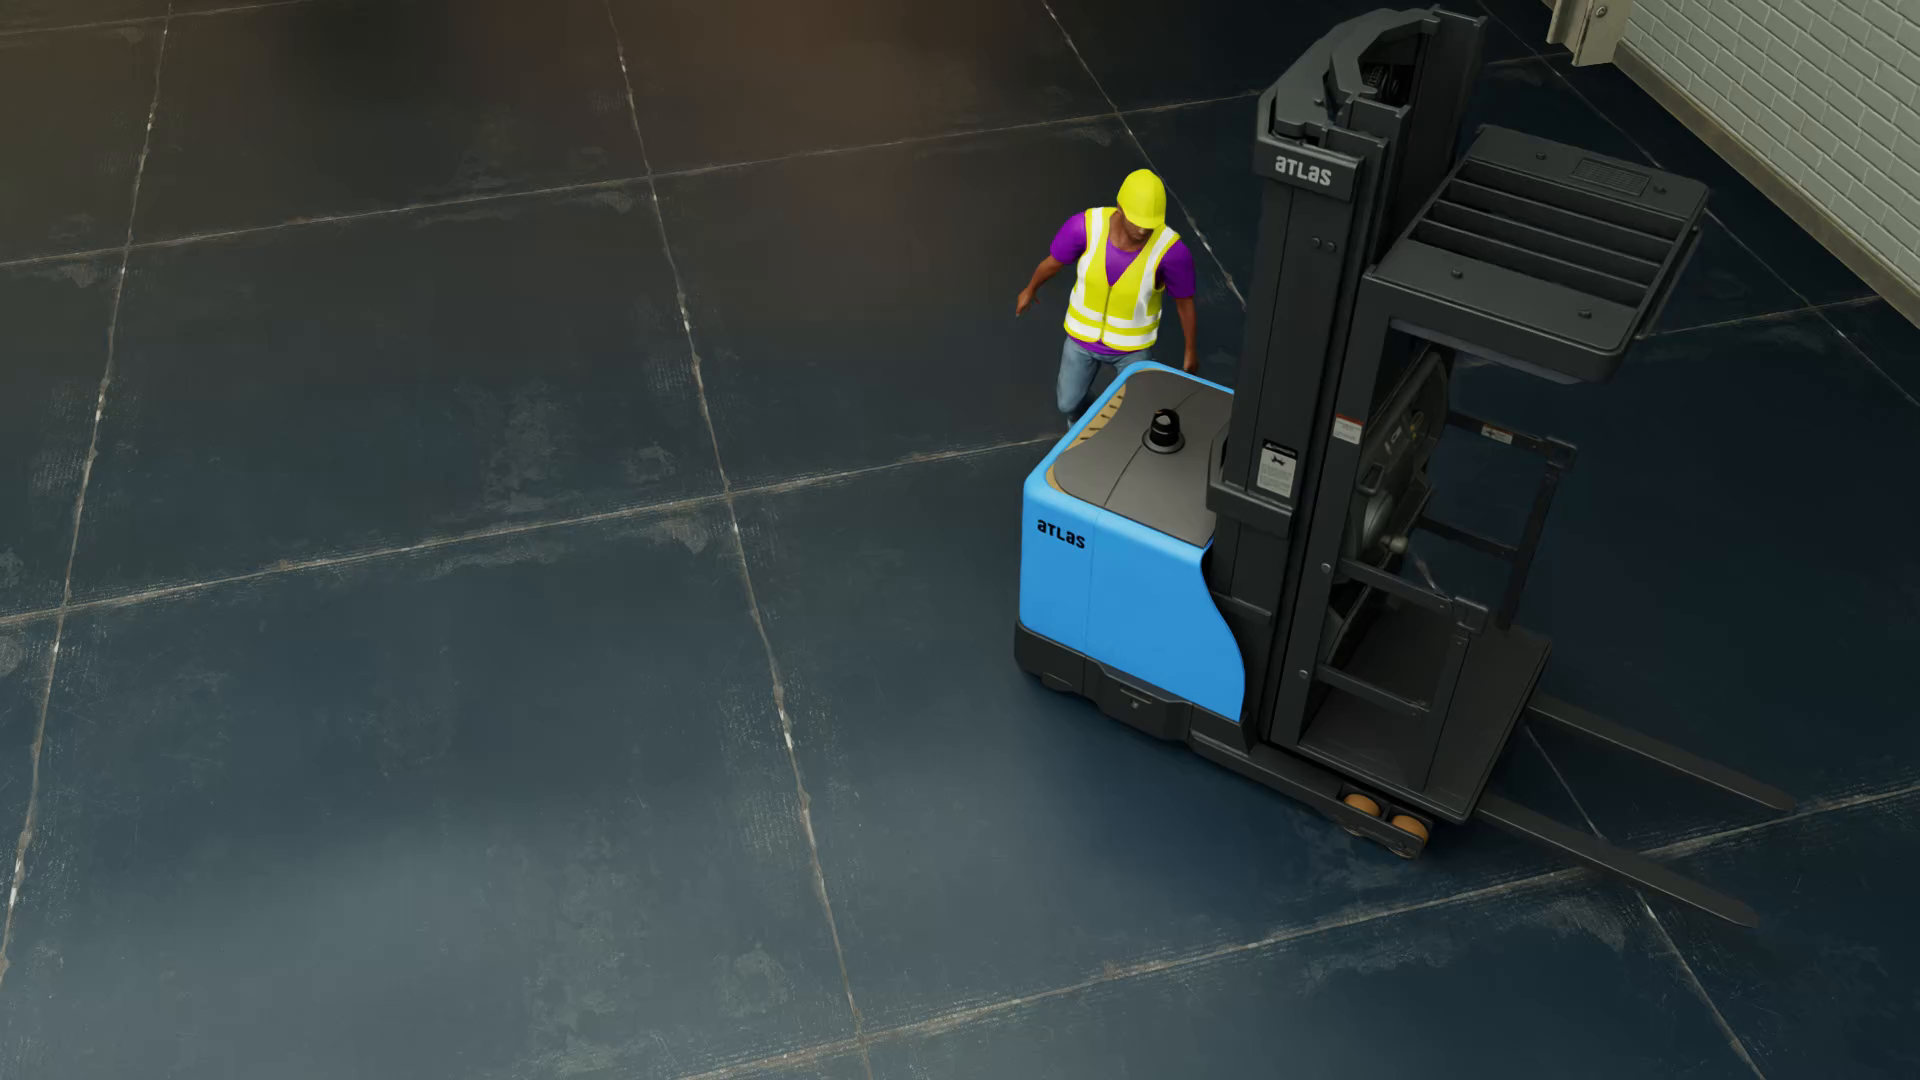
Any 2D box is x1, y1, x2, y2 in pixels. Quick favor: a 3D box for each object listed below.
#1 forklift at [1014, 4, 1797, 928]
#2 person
[{"bbox_3d":[1.755,-0.252,5.912,3.031,2.935,1.130,23,48,23],"label":"forklift"},{"bbox_3d":[0.678,-0.993,7.622,0.912,1.720,0.504,16,46,16],"label":"person"}]
